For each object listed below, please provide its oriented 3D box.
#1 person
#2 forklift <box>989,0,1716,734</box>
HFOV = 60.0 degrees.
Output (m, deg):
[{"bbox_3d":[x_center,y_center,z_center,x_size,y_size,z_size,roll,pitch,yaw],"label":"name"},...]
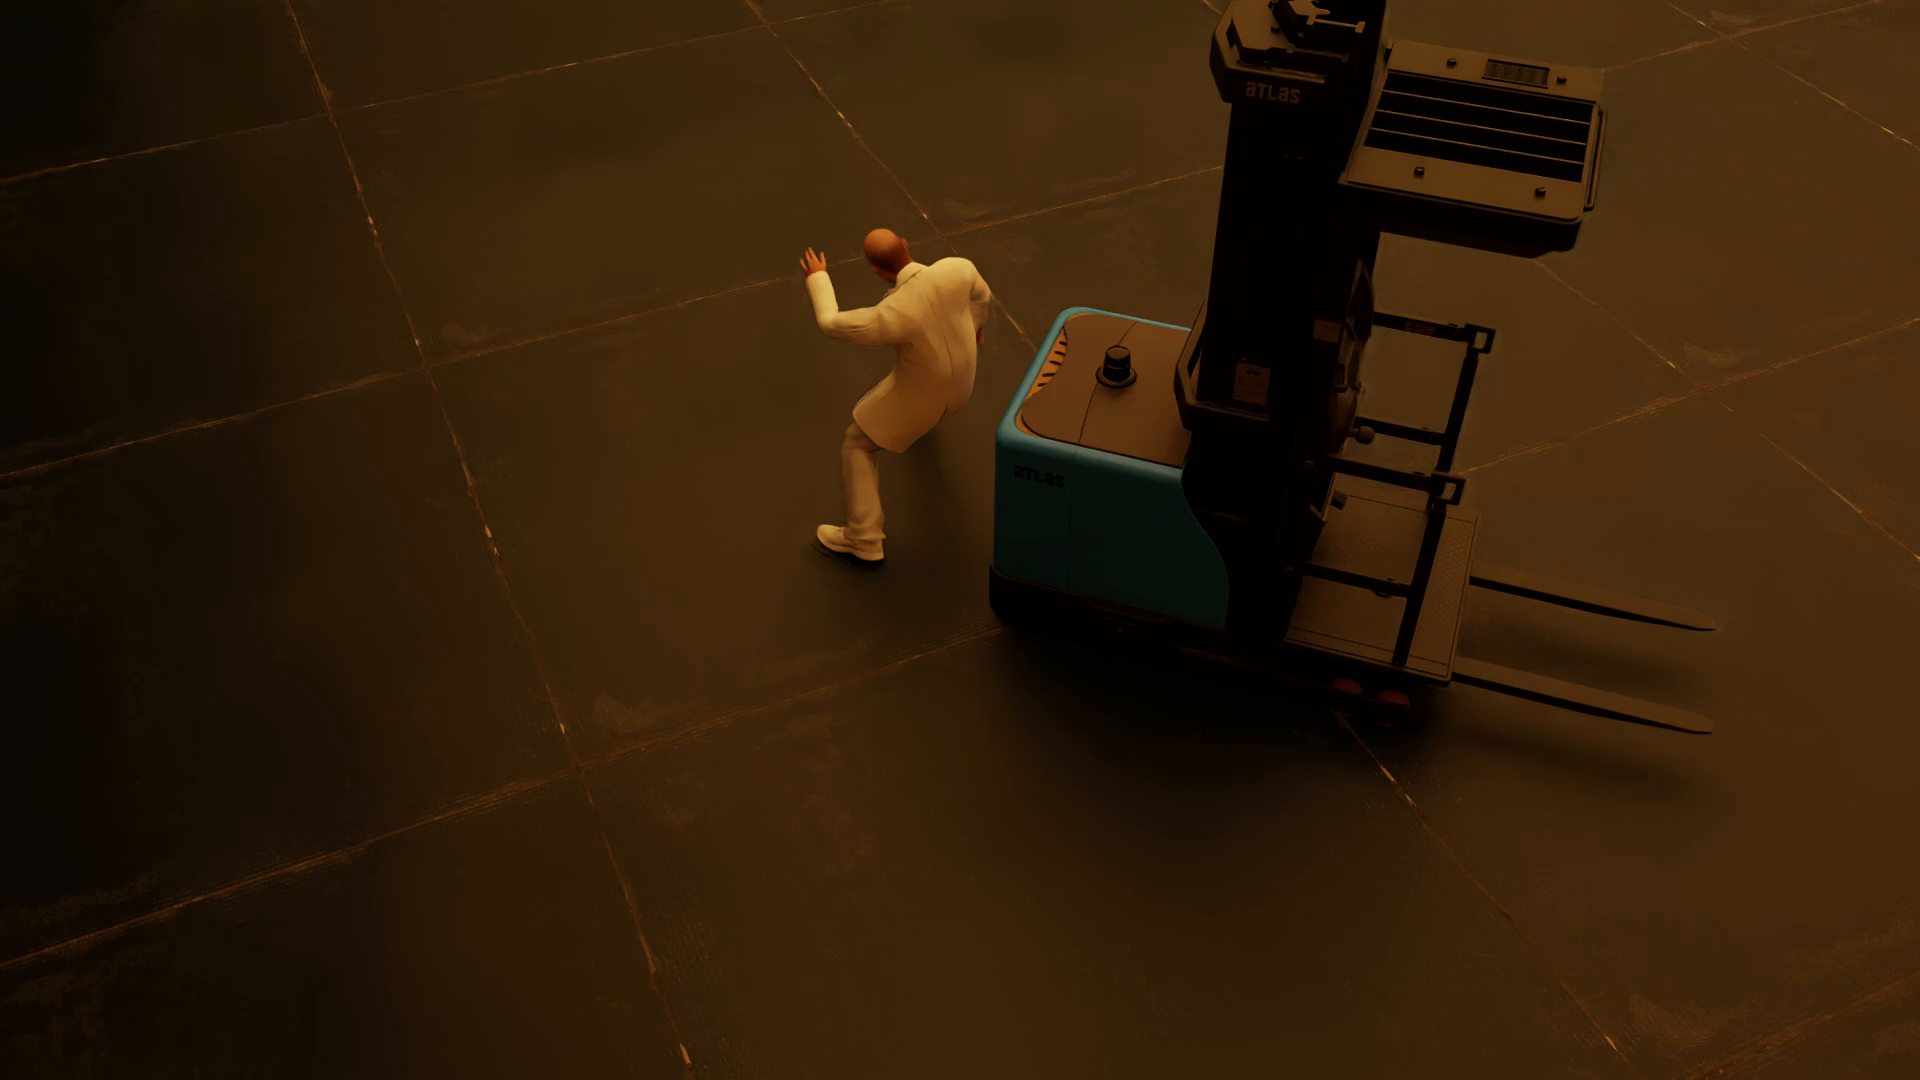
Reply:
[{"bbox_3d":[-0.374,-0.886,7.760,1.079,1.444,1.267,-22,47,-22],"label":"person"},{"bbox_3d":[1.704,-0.694,6.424,3.031,2.935,1.130,14,45,14],"label":"forklift"}]
